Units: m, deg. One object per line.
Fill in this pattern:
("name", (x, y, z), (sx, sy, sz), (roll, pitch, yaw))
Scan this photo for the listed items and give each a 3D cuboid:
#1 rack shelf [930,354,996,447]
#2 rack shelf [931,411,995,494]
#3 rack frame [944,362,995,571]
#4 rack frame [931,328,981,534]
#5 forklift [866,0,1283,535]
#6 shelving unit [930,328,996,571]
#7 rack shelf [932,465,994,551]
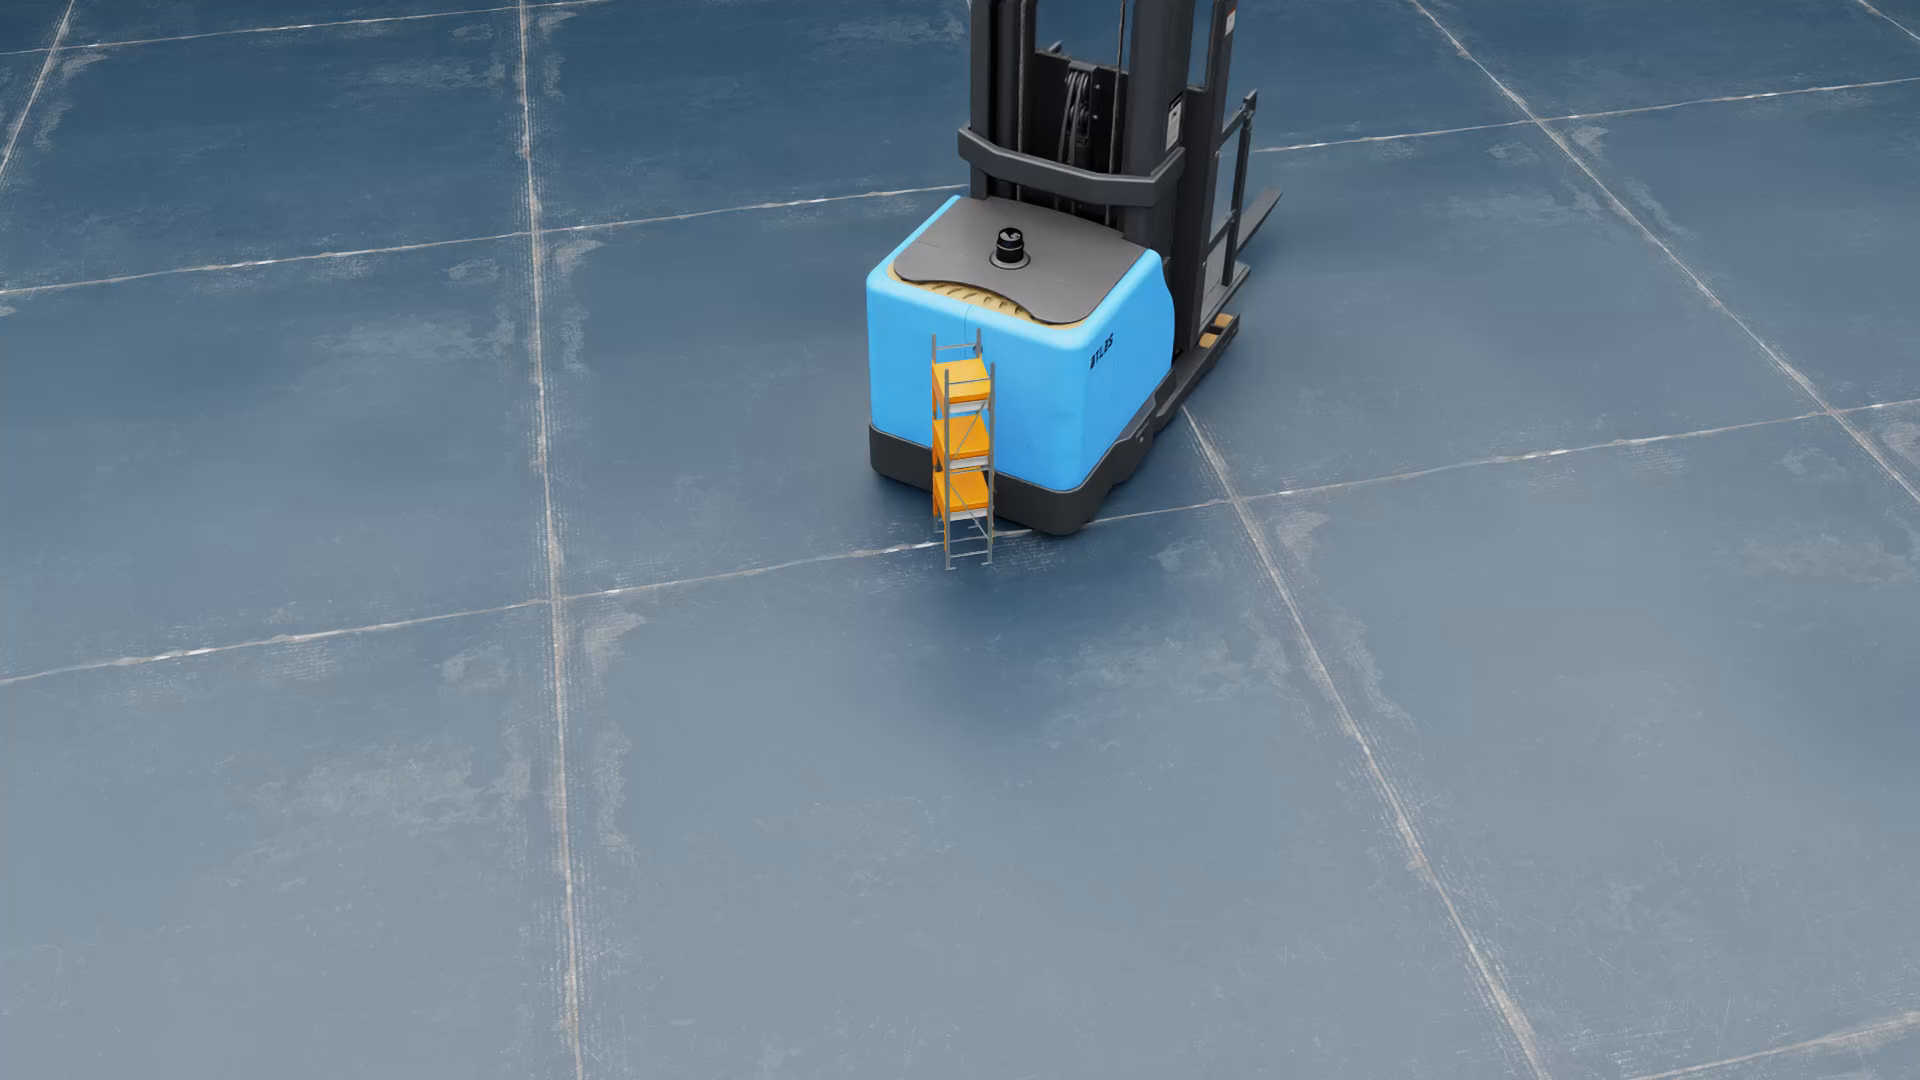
("rack shelf", (0.012, -0.562, 6.681), (0.215, 0.259, 0.240), (-8, 42, -9))
("rack shelf", (0.012, -0.350, 6.869), (0.215, 0.259, 0.240), (-8, 42, -9))
("rack frame", (0.038, -0.279, 6.773), (0.200, 1.050, 0.008), (-8, 42, -9))
("rack frame", (-0.015, -0.437, 6.951), (0.200, 1.050, 0.008), (-8, 42, -9))
("forklift", (0.744, -2.085, 7.390), (1.130, 2.935, 3.031), (20, 45, 21))
("shelving unit", (0.012, -0.358, 6.862), (0.215, 1.050, 0.252), (-8, 42, -9))
("rack shelf", (0.012, -0.142, 7.054), (0.215, 0.259, 0.240), (-8, 42, -9))
